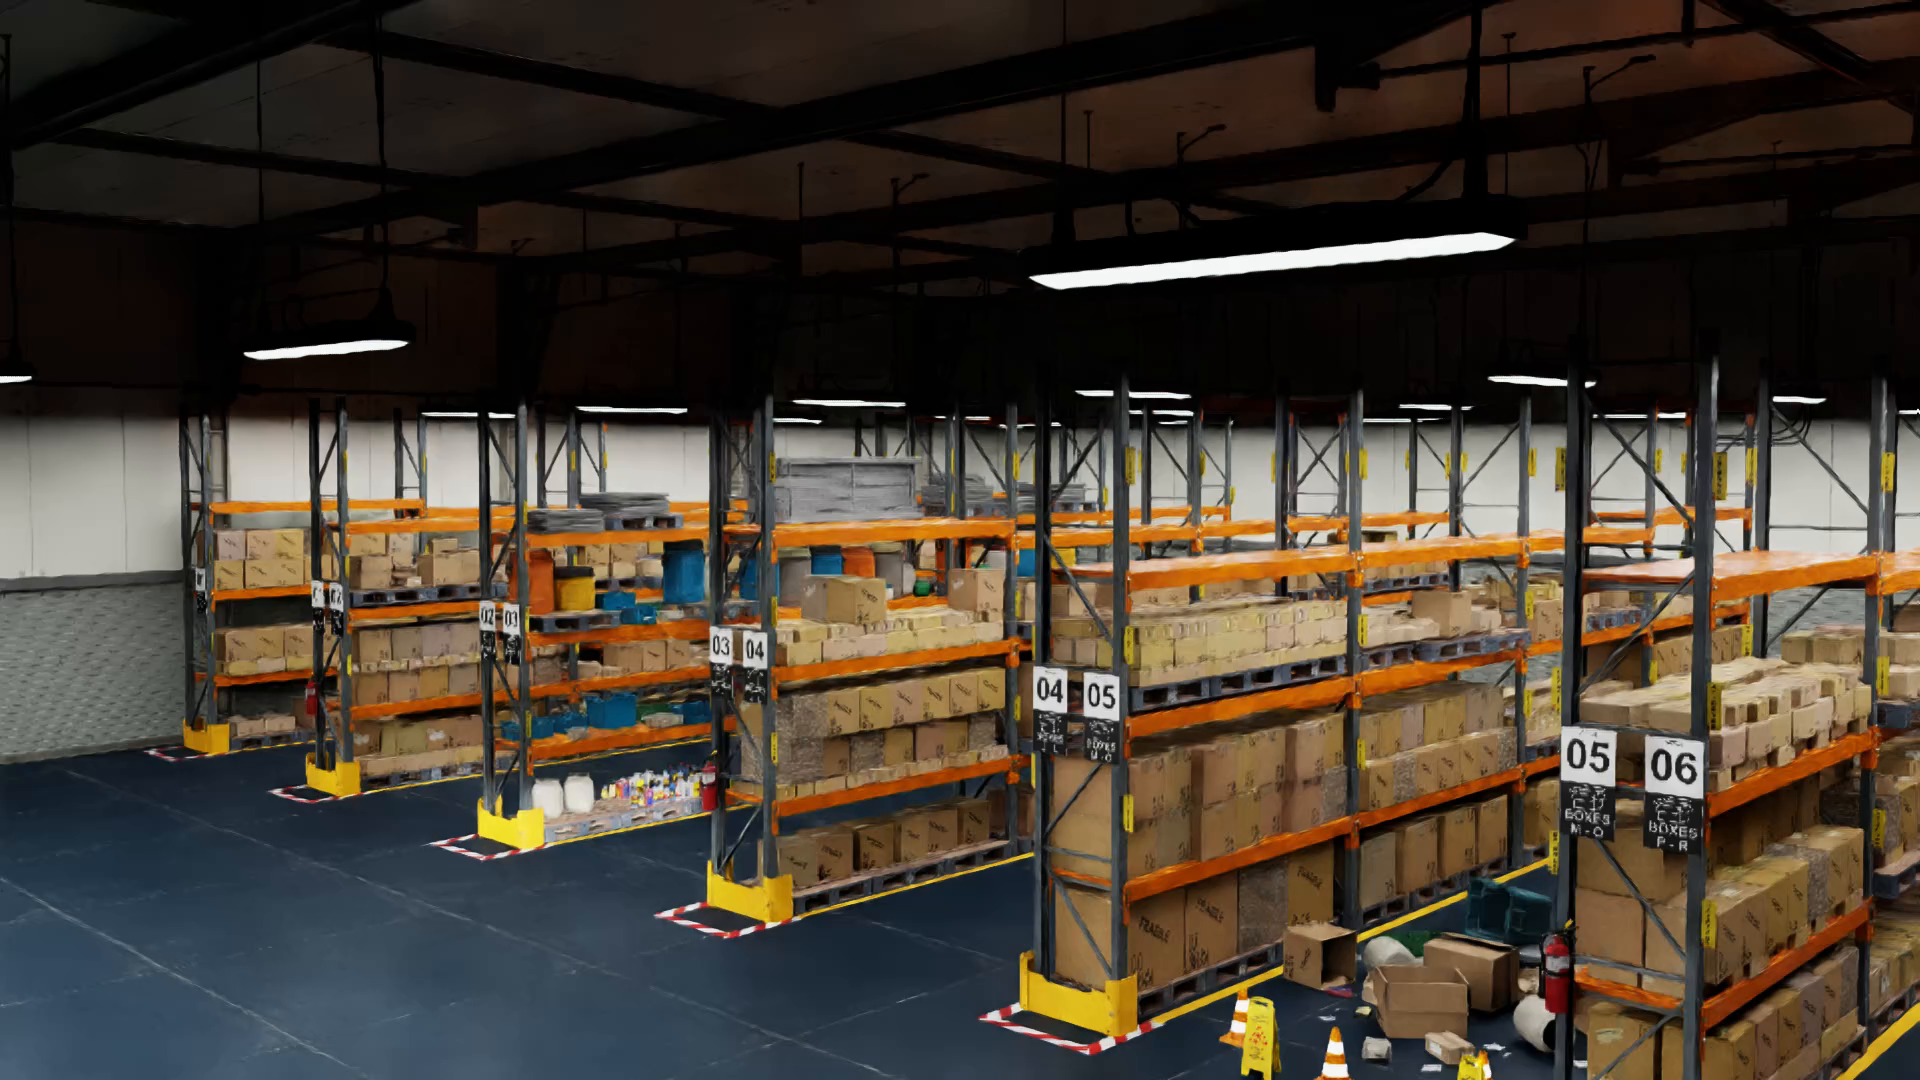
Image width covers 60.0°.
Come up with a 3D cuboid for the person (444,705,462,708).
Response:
[{"bbox_3d":[-9.059,2.839,29.338,0.412,1.533,0.955,2,4,35],"label":"person"}]
